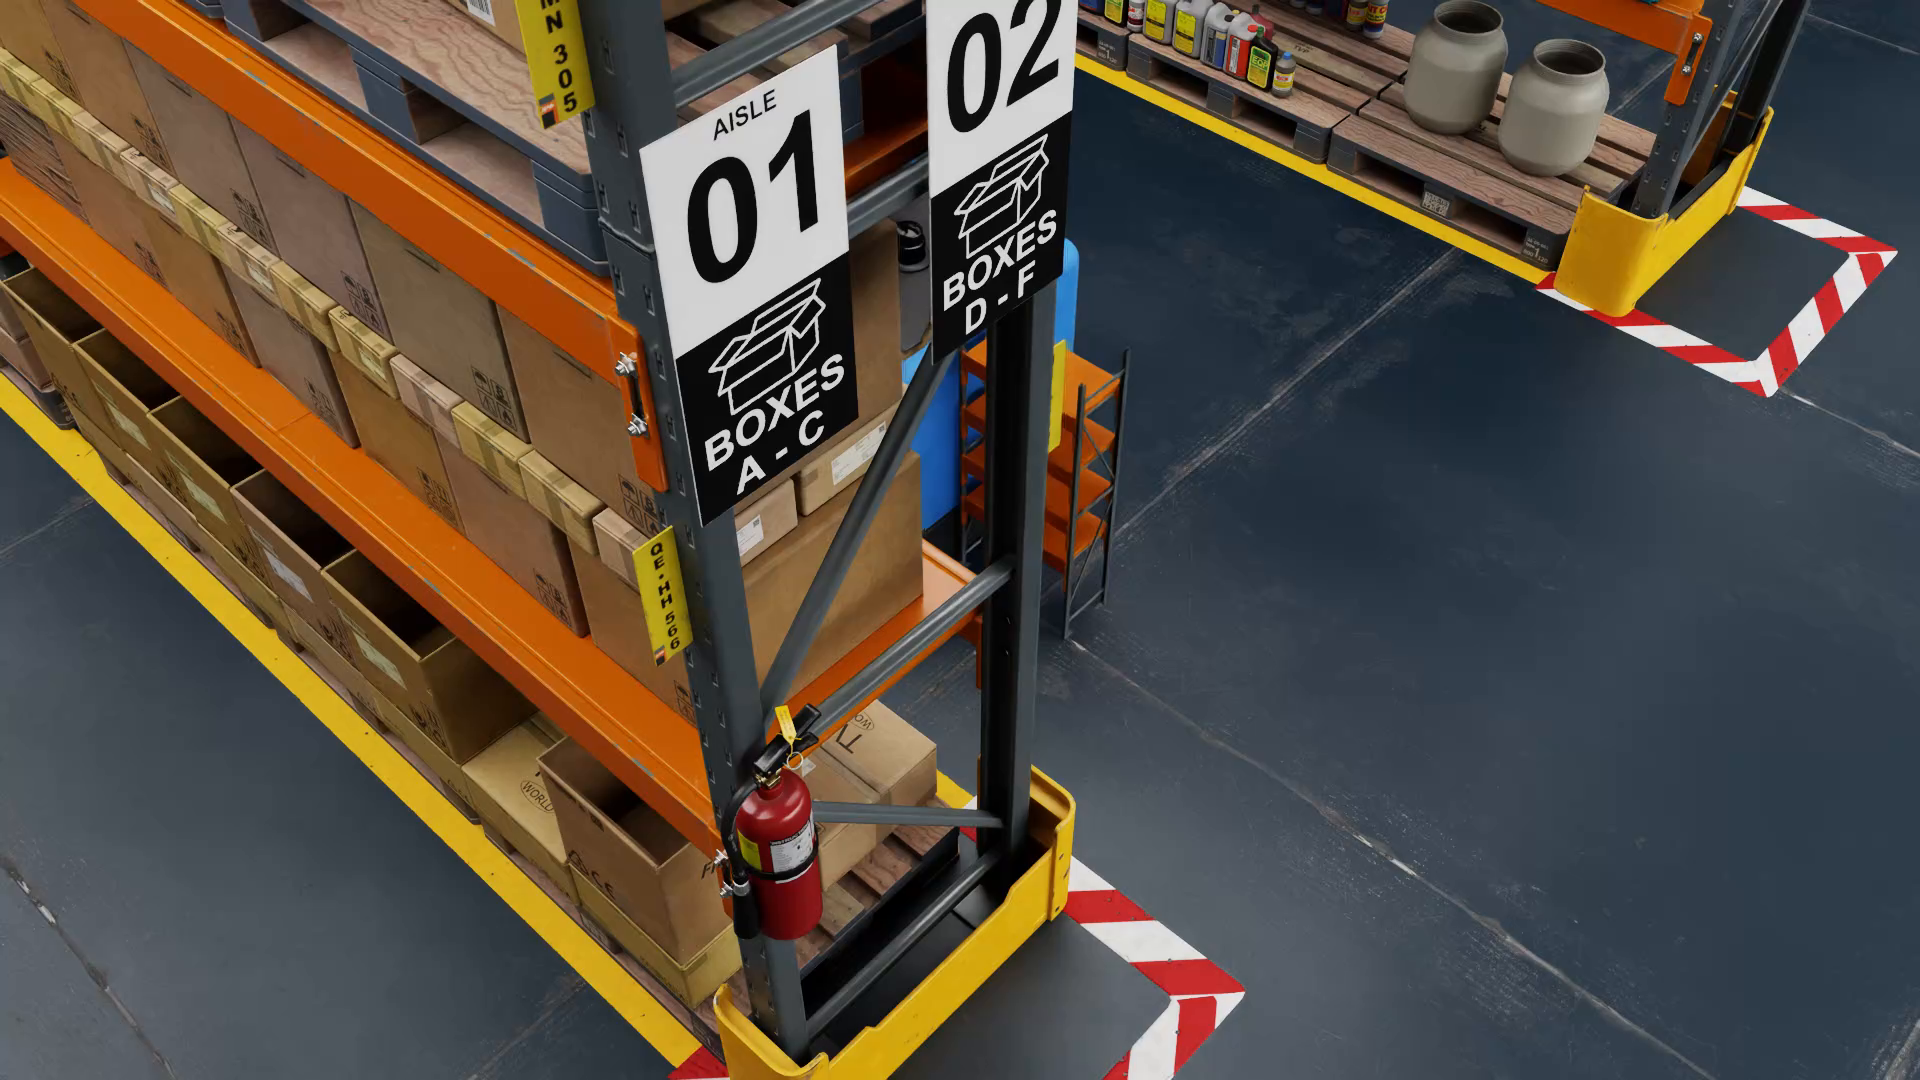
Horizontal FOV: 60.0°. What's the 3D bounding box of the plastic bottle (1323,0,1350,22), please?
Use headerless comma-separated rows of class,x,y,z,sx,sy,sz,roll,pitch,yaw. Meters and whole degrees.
plastic bottle,1.911,-2.755,8.341,0.133,0.283,0.061,35,56,28

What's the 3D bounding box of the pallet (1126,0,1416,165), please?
pallet,1.612,-2.415,8.373,1.213,0.211,1.003,34,55,28

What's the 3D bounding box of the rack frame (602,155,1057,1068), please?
rack frame,-0.177,0.302,3.909,0.127,3.000,1.000,34,55,28

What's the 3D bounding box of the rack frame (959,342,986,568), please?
rack frame,0.083,-0.359,5.764,0.015,1.200,0.240,33,55,27

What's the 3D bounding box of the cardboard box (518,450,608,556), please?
cardboard box,-0.780,-0.169,3.838,0.250,0.149,0.380,35,56,28

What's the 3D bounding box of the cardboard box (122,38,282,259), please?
cardboard box,-1.679,-1.193,4.354,0.500,0.500,0.700,34,55,28

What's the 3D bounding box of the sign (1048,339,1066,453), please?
sign,0.204,-0.315,3.841,0.005,0.325,0.100,34,55,28

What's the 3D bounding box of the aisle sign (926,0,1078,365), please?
aisle sign,0.079,-0.719,3.084,0.004,0.787,0.394,34,55,28

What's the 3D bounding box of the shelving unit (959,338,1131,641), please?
shelving unit,0.264,-0.240,5.652,0.503,1.200,0.258,33,55,27

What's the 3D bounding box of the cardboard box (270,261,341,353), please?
cardboard box,-1.539,-0.680,4.318,0.250,0.149,0.380,35,56,29

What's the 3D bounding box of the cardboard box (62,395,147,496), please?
cardboard box,-2.981,-0.486,6.247,0.500,0.250,0.500,34,55,28

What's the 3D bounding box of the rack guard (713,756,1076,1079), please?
rack guard,-0.159,1.170,4.809,0.348,0.500,1.175,34,55,28

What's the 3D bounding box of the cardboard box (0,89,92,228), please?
cardboard box,-2.786,-1.494,5.526,0.500,0.500,0.700,33,55,27

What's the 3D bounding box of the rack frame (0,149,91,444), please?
rack frame,-3.116,-1.675,5.766,0.127,3.000,1.000,34,55,28

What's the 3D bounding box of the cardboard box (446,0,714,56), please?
cardboard box,-0.596,-1.238,2.842,0.797,0.503,0.637,-34,56,-28

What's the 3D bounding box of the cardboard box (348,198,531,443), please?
cardboard box,-0.940,-0.697,3.888,0.500,0.500,0.700,33,55,27

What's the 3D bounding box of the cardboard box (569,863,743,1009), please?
cardboard box,-0.771,0.993,4.858,0.500,0.250,0.500,34,55,28

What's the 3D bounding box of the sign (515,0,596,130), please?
sign,-0.555,-0.717,2.255,0.005,0.325,0.100,34,55,28

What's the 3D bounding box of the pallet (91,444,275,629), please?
pallet,-2.560,-0.305,6.392,1.213,0.211,1.003,34,55,28

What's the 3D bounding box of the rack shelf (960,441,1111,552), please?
rack shelf,0.264,-0.194,5.701,0.480,0.148,0.258,33,55,27

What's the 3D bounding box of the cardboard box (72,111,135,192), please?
cardboard box,-2.299,-1.191,4.797,0.250,0.149,0.380,32,55,27

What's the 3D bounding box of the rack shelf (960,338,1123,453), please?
rack shelf,0.264,-0.509,5.365,0.480,0.148,0.258,33,55,27

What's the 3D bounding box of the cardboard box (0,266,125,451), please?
cardboard box,-2.988,-0.738,5.969,0.500,0.500,0.500,34,55,28

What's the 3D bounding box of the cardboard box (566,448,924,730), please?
cardboard box,-0.511,0.030,4.095,0.500,0.500,0.700,34,55,28

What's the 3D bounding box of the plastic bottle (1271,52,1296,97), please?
plastic bottle,1.539,-2.215,7.890,0.097,0.201,0.097,0,47,0

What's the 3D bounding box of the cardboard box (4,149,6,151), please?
cardboard box,-3.995,-1.371,6.693,0.500,0.311,0.500,35,56,29

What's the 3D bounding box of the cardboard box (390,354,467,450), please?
cardboard box,-1.151,-0.421,4.075,0.250,0.149,0.380,35,56,28

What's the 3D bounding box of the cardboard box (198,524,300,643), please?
cardboard box,-2.253,0.014,5.778,0.500,0.250,0.500,34,55,28

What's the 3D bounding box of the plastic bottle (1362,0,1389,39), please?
plastic bottle,2.065,-2.630,8.231,0.097,0.271,0.097,0,47,0

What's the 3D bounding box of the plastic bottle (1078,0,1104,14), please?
plastic bottle,0.697,-2.856,8.390,0.185,0.351,0.144,32,54,26

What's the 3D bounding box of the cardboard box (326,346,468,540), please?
cardboard box,-1.261,-0.475,4.570,0.500,0.500,0.700,34,56,28

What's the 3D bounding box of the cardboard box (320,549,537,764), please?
cardboard box,-1.517,0.251,5.041,0.500,0.500,0.500,34,55,28

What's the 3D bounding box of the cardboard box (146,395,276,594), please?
cardboard box,-2.253,-0.243,5.505,0.500,0.500,0.500,34,55,28

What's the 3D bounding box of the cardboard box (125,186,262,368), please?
cardboard box,-2.028,-0.986,5.050,0.500,0.500,0.700,35,56,28

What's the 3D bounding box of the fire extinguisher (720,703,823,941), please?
fire extinguisher,-0.405,0.636,3.648,0.183,0.674,0.296,34,55,28

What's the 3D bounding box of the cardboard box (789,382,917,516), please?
cardboard box,-0.319,-0.263,3.926,0.250,0.149,0.380,34,55,27

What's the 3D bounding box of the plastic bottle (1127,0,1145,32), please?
plastic bottle,0.889,-2.653,8.301,0.097,0.201,0.097,0,47,0

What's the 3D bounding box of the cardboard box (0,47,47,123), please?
cardboard box,-2.675,-1.444,5.035,0.250,0.149,0.380,33,55,27

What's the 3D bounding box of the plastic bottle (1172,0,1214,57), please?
plastic bottle,1.146,-2.554,8.106,0.144,0.351,0.185,-36,56,-29

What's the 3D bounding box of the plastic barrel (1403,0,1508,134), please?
plastic barrel,2.282,-2.174,7.652,0.421,0.512,0.421,0,47,0

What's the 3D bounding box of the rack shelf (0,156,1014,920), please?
rack shelf,-1.646,-0.440,5.099,4.000,0.370,1.077,34,55,28

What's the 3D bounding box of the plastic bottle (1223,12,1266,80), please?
plastic bottle,1.372,-2.380,7.994,0.135,0.276,0.152,34,56,28

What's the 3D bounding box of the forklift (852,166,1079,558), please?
forklift,-1.002,-1.746,5.879,3.031,2.935,1.130,33,55,27

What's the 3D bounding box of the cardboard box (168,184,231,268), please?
cardboard box,-1.909,-0.931,4.553,0.250,0.149,0.380,34,55,27

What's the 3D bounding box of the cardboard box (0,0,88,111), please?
cardboard box,-2.414,-1.689,4.819,0.500,0.500,0.700,34,55,28

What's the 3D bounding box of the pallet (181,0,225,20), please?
pallet,-1.579,-1.661,3.755,1.213,0.211,1.003,34,55,28

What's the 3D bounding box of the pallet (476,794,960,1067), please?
pallet,-0.767,0.901,5.259,1.213,0.211,1.003,34,55,28

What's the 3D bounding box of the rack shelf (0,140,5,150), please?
rack shelf,-4.586,-2.418,6.956,4.000,0.370,1.077,34,55,28

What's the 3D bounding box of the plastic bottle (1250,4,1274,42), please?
plastic bottle,1.444,-2.440,8.045,0.133,0.283,0.061,34,55,28

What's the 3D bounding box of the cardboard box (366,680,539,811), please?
cardboard box,-1.515,0.506,5.316,0.500,0.250,0.500,34,55,28

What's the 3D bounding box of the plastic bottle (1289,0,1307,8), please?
plastic bottle,1.739,-2.848,8.437,0.097,0.271,0.097,0,47,0
